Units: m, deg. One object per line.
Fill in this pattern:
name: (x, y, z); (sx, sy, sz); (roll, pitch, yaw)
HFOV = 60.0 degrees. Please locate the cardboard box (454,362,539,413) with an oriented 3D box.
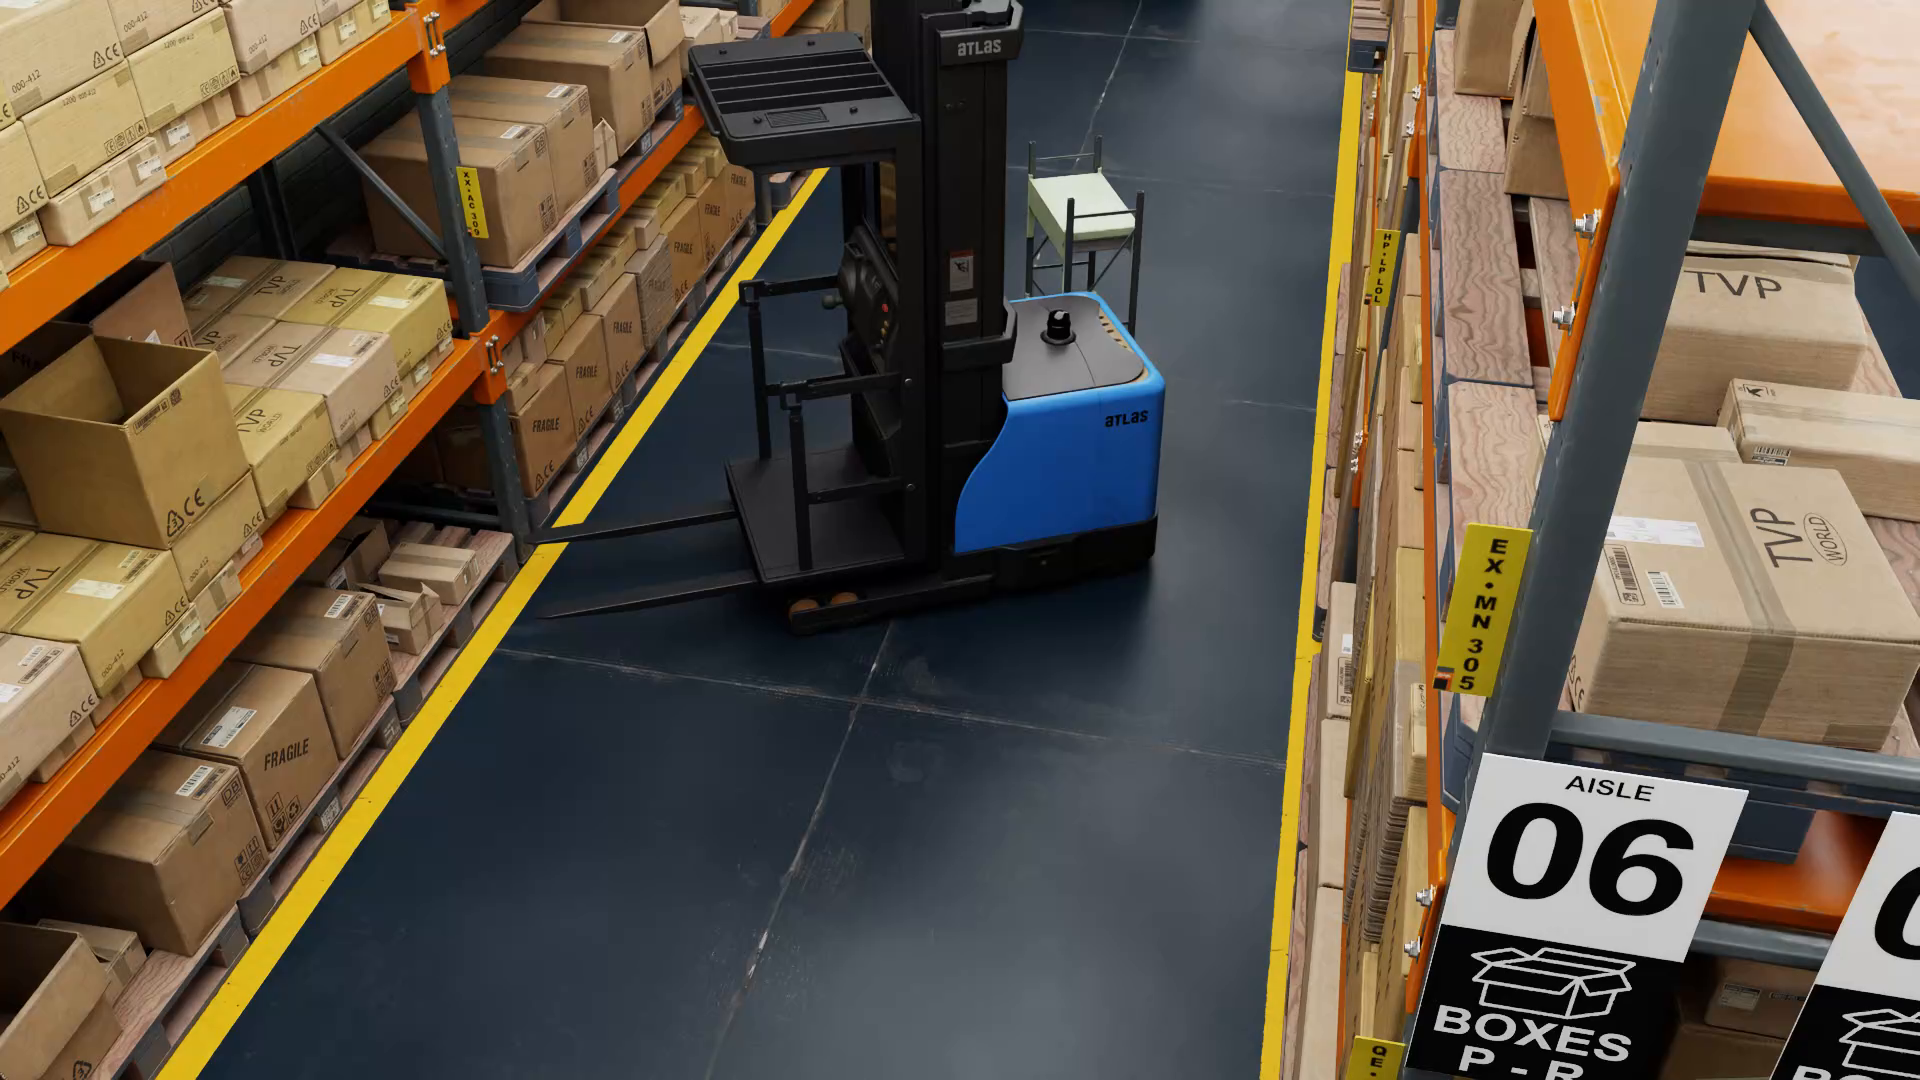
cardboard box: (-2.326, -0.776, 8.255); (0.380, 0.149, 0.250); (9, 37, 12)

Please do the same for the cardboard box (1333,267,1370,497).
cardboard box: (2.427, -0.758, 8.462); (0.875, 0.875, 0.875); (8, 37, 11)

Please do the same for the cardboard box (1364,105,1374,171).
cardboard box: (3.322, -2.710, 11.584); (0.950, 0.372, 0.625); (7, 36, 9)

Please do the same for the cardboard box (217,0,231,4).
cardboard box: (-2.635, -2.049, 5.683); (0.500, 0.250, 0.500); (7, 36, 9)

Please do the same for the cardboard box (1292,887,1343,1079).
cardboard box: (1.564, 1.680, 5.471); (0.875, 0.438, 0.875); (8, 37, 11)

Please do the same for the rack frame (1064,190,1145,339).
rack frame: (0.734, -1.127, 8.797); (0.400, 1.500, 0.023); (-8, 37, -11)

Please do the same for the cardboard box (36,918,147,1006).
cardboard box: (-3.165, 1.516, 5.943); (0.380, 0.149, 0.250); (6, 36, 8)

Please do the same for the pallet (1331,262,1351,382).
pallet: (2.800, -1.285, 10.113); (1.003, 0.211, 1.213); (7, 37, 10)

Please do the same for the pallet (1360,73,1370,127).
pallet: (3.732, -3.574, 13.272); (1.003, 0.211, 1.213); (7, 37, 10)

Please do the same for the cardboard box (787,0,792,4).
cardboard box: (-1.362, -3.928, 11.511); (0.500, 0.250, 0.500); (7, 36, 9)

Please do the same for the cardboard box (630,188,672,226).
cardboard box: (-1.947, -1.988, 9.926); (0.380, 0.149, 0.250); (7, 36, 9)

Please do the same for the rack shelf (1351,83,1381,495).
rack shelf: (2.615, -1.419, 8.535); (1.077, 0.370, 4.000); (7, 37, 10)

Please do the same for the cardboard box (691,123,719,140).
cardboard box: (-1.666, -2.583, 10.747); (0.380, 0.149, 0.250); (6, 36, 8)

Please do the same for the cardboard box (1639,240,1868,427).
cardboard box: (1.702, -0.511, 3.746); (0.500, 0.311, 0.500); (8, 37, 11)

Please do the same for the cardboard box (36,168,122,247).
cardboard box: (-2.799, -1.024, 5.034); (0.380, 0.149, 0.250); (7, 37, 10)

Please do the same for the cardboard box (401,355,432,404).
cardboard box: (-2.518, -0.715, 7.165); (0.380, 0.149, 0.250); (8, 37, 11)

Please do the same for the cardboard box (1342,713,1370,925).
cardboard box: (1.400, 0.797, 4.779); (0.500, 0.500, 0.500); (8, 37, 11)

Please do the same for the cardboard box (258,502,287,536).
cardboard box: (-2.824, -0.133, 6.361); (0.380, 0.149, 0.250); (8, 37, 11)

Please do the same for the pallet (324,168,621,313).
pallet: (-2.385, -1.550, 8.267); (1.003, 0.211, 1.213); (7, 37, 10)

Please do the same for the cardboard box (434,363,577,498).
cardboard box: (-2.339, -0.591, 8.551); (0.500, 0.500, 0.500); (9, 37, 12)

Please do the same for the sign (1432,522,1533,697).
sign: (0.806, 0.113, 2.566); (0.100, 0.325, 0.005); (7, 37, 10)

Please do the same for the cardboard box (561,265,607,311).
cardboard box: (-2.163, -1.391, 9.103); (0.380, 0.149, 0.250); (7, 37, 10)

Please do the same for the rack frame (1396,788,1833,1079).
rack frame: (1.333, 1.730, 3.578); (1.000, 3.000, 0.127); (7, 37, 10)

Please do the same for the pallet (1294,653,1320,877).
pallet: (1.949, 0.992, 6.972); (1.003, 0.211, 1.213); (7, 37, 10)

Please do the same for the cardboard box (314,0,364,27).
cardboard box: (-2.521, -2.150, 6.249); (0.500, 0.250, 0.500); (7, 37, 10)

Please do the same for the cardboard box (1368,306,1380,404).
cardboard box: (2.037, -0.792, 7.184); (0.500, 0.250, 0.500); (6, 36, 9)

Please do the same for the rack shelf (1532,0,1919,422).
rack shelf: (1.761, -1.393, 3.728); (1.077, 0.370, 4.000); (7, 37, 10)

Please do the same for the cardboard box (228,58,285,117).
cardboard box: (-2.628, -1.620, 5.858); (0.380, 0.149, 0.250); (7, 37, 10)

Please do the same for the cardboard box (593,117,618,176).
cardboard box: (-1.991, -2.048, 8.546); (0.396, 0.266, 0.258); (9, 37, 12)

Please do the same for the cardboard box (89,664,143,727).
cardboard box: (-2.982, 0.460, 5.543); (0.380, 0.149, 0.250); (8, 37, 11)

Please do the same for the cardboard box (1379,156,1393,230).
cardboard box: (2.249, -1.574, 7.837); (0.500, 0.250, 0.500); (8, 37, 11)

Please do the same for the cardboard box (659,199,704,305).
cardboard box: (-1.914, -1.779, 10.191); (0.500, 0.500, 0.500); (9, 37, 12)

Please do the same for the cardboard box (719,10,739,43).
cardboard box: (-1.573, -3.120, 10.126); (0.380, 0.149, 0.250); (8, 37, 11)

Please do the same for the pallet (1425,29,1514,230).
pallet: (2.003, -1.274, 5.242); (1.003, 0.211, 1.213); (7, 37, 10)

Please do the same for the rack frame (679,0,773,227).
rack frame: (-1.808, -3.477, 10.761); (1.000, 3.000, 0.127); (7, 37, 10)

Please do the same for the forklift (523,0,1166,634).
forklift: (-0.599, -1.084, 7.519); (3.031, 2.935, 1.130); (-10, 37, -13)

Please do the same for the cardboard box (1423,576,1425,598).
cardboard box: (1.433, 0.052, 4.402); (0.380, 0.149, 0.250); (8, 37, 11)

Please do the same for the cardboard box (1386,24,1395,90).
cardboard box: (2.693, -2.739, 9.445); (0.500, 0.250, 0.500); (7, 37, 10)

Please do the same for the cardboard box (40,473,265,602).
cardboard box: (-2.855, -0.052, 5.911); (0.500, 0.250, 0.500); (6, 36, 9)

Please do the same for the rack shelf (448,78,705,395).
rack shelf: (-2.235, -2.039, 9.390); (1.077, 0.370, 4.000); (7, 37, 10)

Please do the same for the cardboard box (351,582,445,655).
cardboard box: (-2.570, 0.314, 7.502); (0.396, 0.266, 0.258); (9, 37, 12)

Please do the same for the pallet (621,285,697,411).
pallet: (-2.267, -1.227, 10.033); (1.003, 0.211, 1.213); (7, 37, 10)

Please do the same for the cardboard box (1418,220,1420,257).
cardboard box: (1.867, -1.123, 6.024); (0.380, 0.149, 0.250); (7, 36, 9)

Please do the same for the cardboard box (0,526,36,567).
cardboard box: (-3.456, 0.174, 5.598); (0.500, 0.250, 0.500); (8, 37, 11)

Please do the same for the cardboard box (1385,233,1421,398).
cardboard box: (1.849, -0.766, 6.084); (0.500, 0.500, 0.500); (8, 37, 10)

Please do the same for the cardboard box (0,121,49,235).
cardboard box: (-2.945, -0.971, 4.622); (0.500, 0.250, 0.500); (6, 36, 9)

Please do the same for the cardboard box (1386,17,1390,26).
cardboard box: (2.869, -3.305, 10.381); (0.380, 0.149, 0.250); (8, 37, 11)

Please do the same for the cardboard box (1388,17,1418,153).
cardboard box: (2.365, -2.181, 8.036); (0.500, 0.500, 0.500); (8, 37, 11)

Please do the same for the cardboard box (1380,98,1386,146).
cardboard box: (2.599, -2.250, 9.197); (0.500, 0.250, 0.500); (6, 36, 9)

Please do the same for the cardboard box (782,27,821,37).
cardboard box: (-1.529, -3.417, 12.344); (0.875, 0.625, 0.625); (8, 37, 11)

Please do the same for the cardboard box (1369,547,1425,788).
cardboard box: (1.396, 0.392, 4.487); (0.500, 0.500, 0.500); (7, 37, 10)

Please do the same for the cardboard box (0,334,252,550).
cardboard box: (-2.836, -0.340, 5.669); (0.500, 0.500, 0.500); (8, 37, 11)

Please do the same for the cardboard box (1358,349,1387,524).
cardboard box: (1.832, -0.368, 6.386); (0.500, 0.500, 0.500); (8, 37, 11)

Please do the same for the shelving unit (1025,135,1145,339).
shelving unit: (0.651, -1.336, 9.085); (0.431, 1.500, 0.755); (-8, 37, -11)
